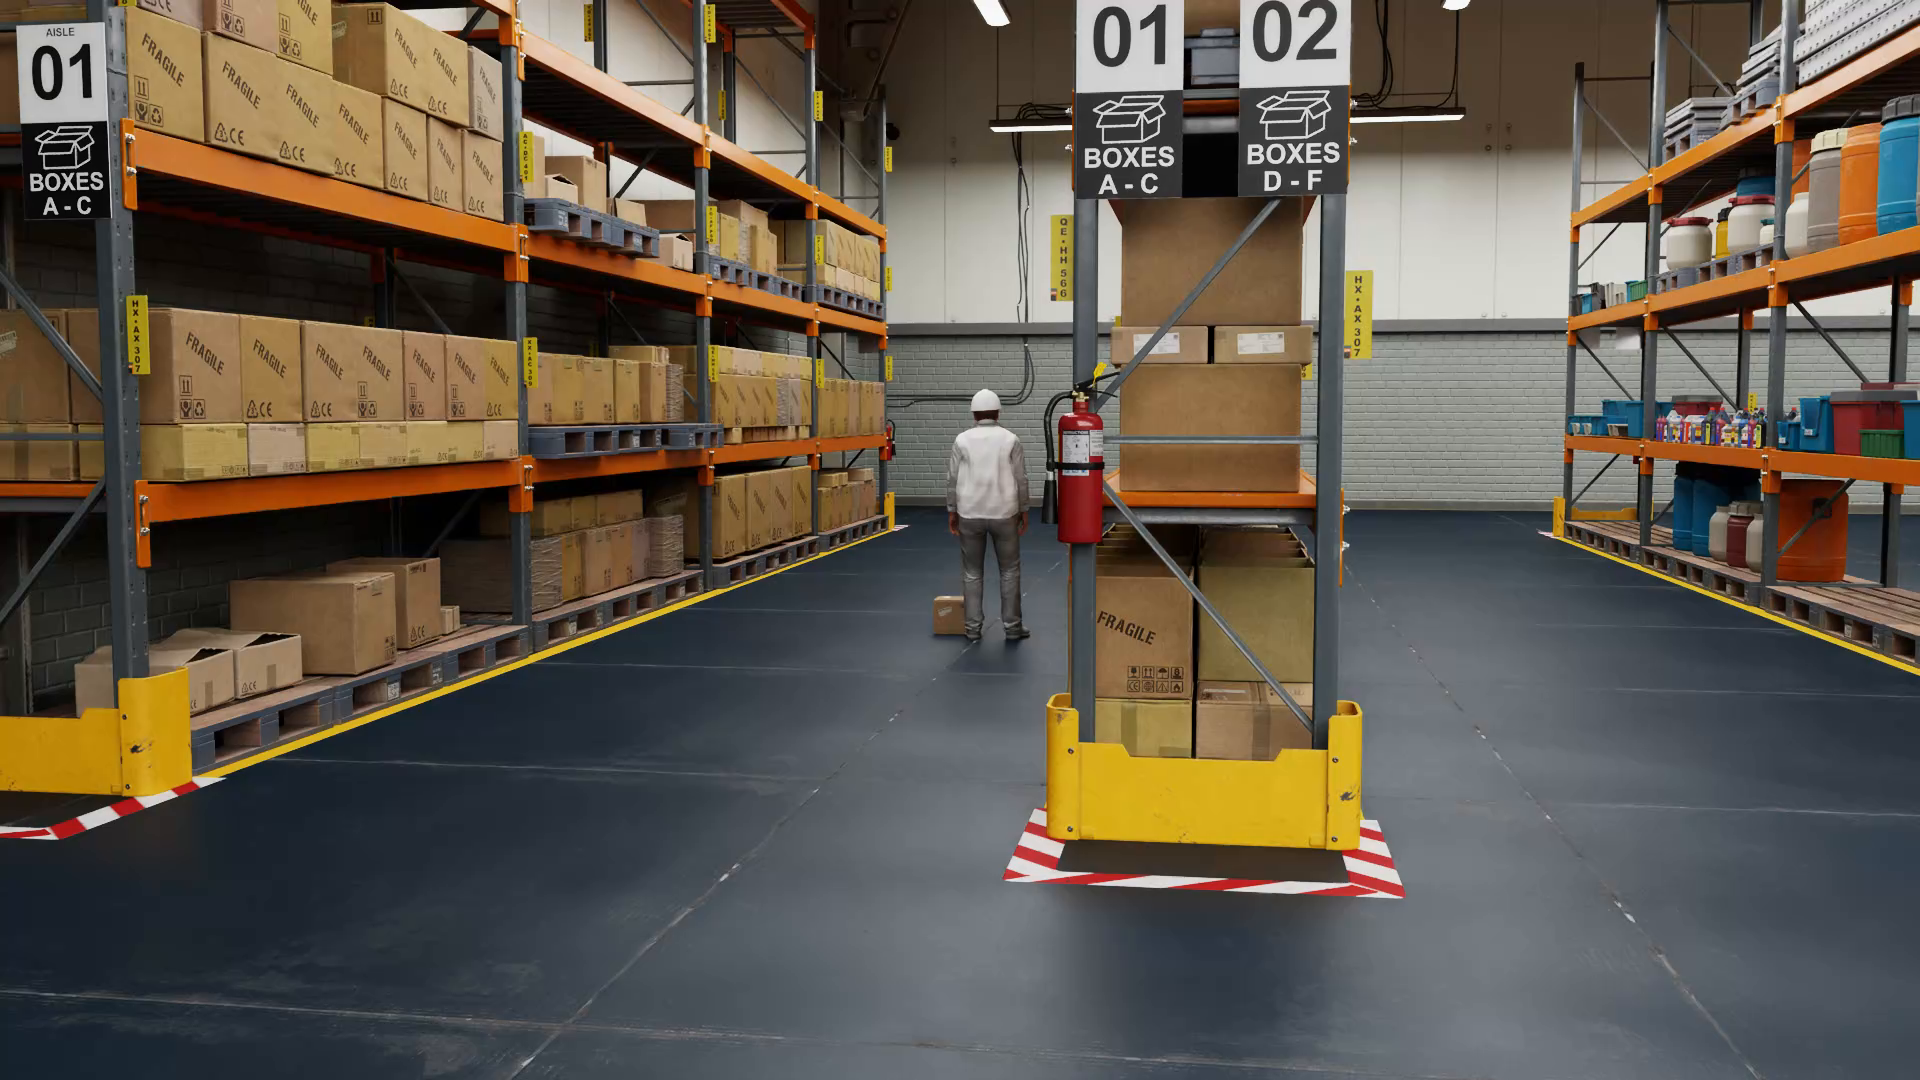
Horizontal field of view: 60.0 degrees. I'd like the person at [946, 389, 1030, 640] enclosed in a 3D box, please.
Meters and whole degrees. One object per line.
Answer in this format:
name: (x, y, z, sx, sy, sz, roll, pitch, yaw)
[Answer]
person: (0.202, -0.185, 11.836, 0.594, 1.773, 0.457, 0, 4, 6)
